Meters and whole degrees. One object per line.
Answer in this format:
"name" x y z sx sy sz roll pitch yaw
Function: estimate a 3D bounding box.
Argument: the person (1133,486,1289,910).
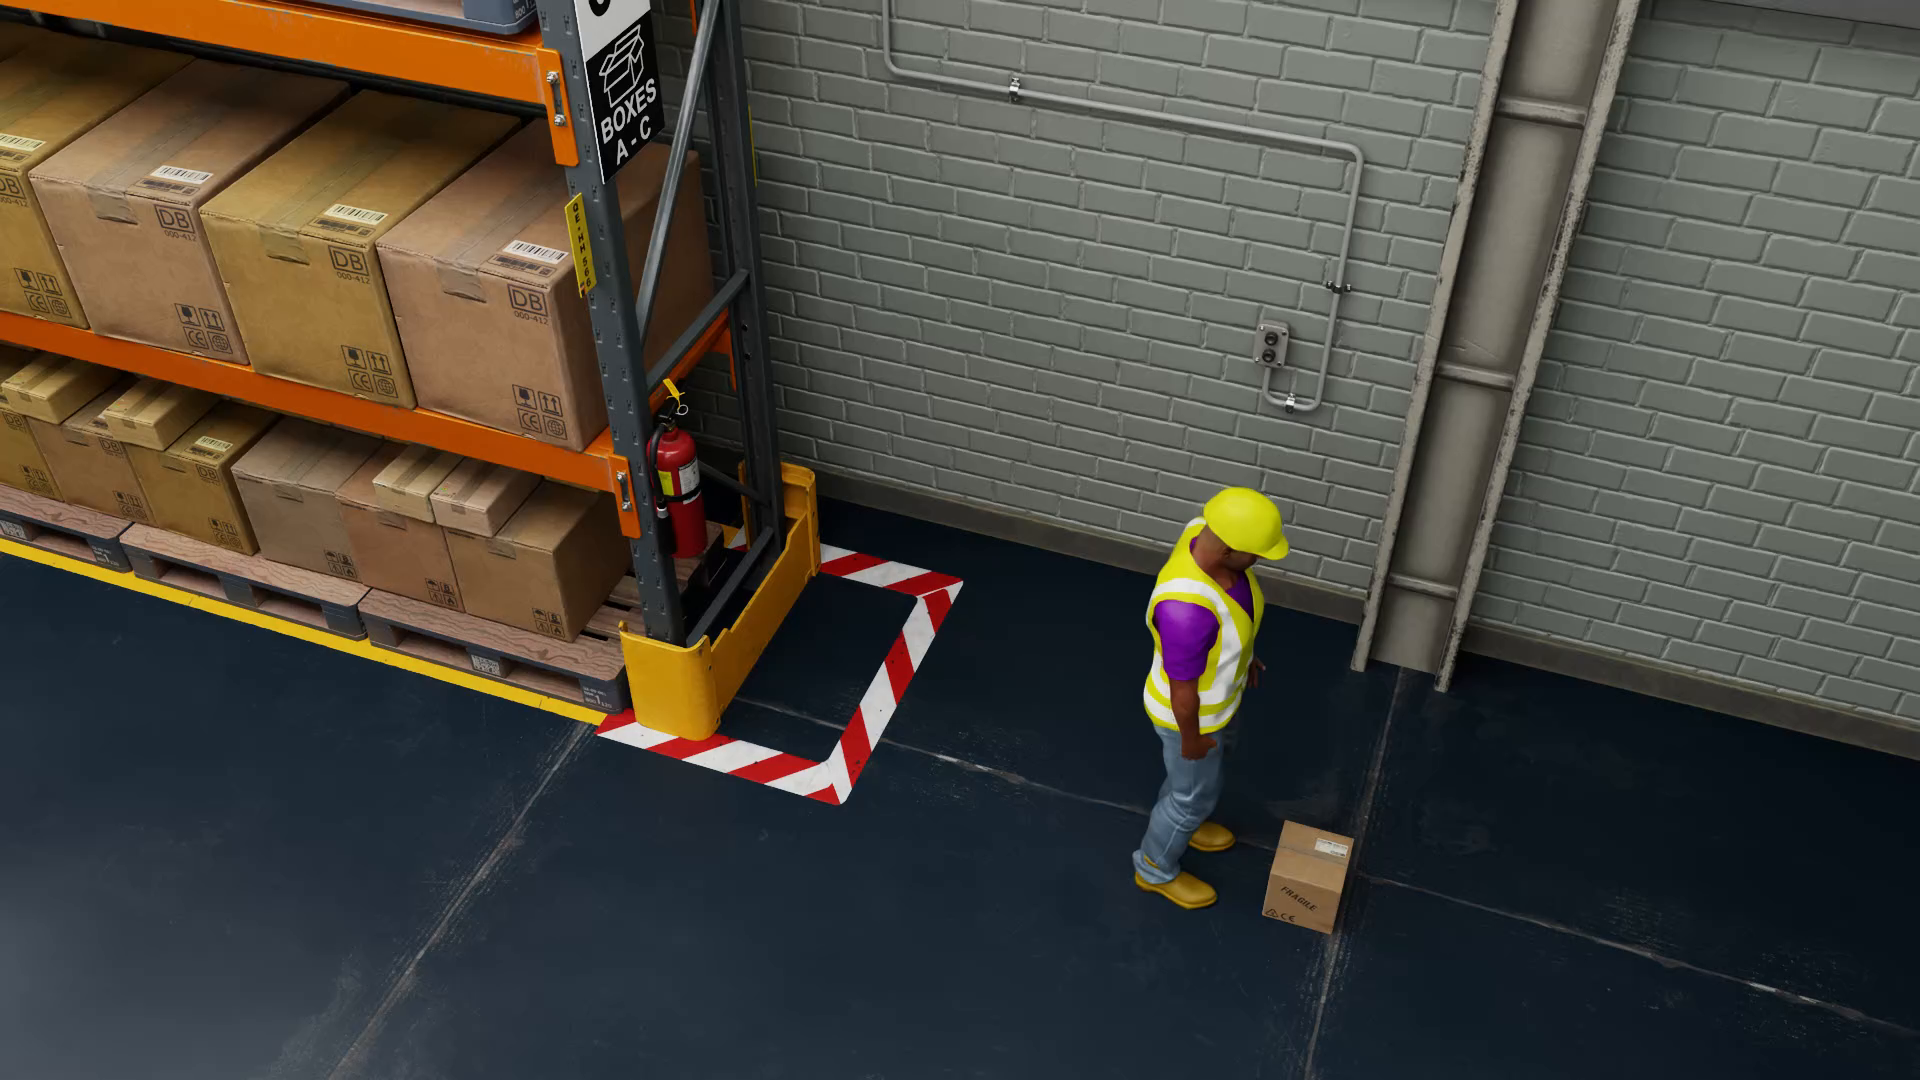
"person" 0.819 0.510 5.573 0.384 1.754 0.573 14 43 16
